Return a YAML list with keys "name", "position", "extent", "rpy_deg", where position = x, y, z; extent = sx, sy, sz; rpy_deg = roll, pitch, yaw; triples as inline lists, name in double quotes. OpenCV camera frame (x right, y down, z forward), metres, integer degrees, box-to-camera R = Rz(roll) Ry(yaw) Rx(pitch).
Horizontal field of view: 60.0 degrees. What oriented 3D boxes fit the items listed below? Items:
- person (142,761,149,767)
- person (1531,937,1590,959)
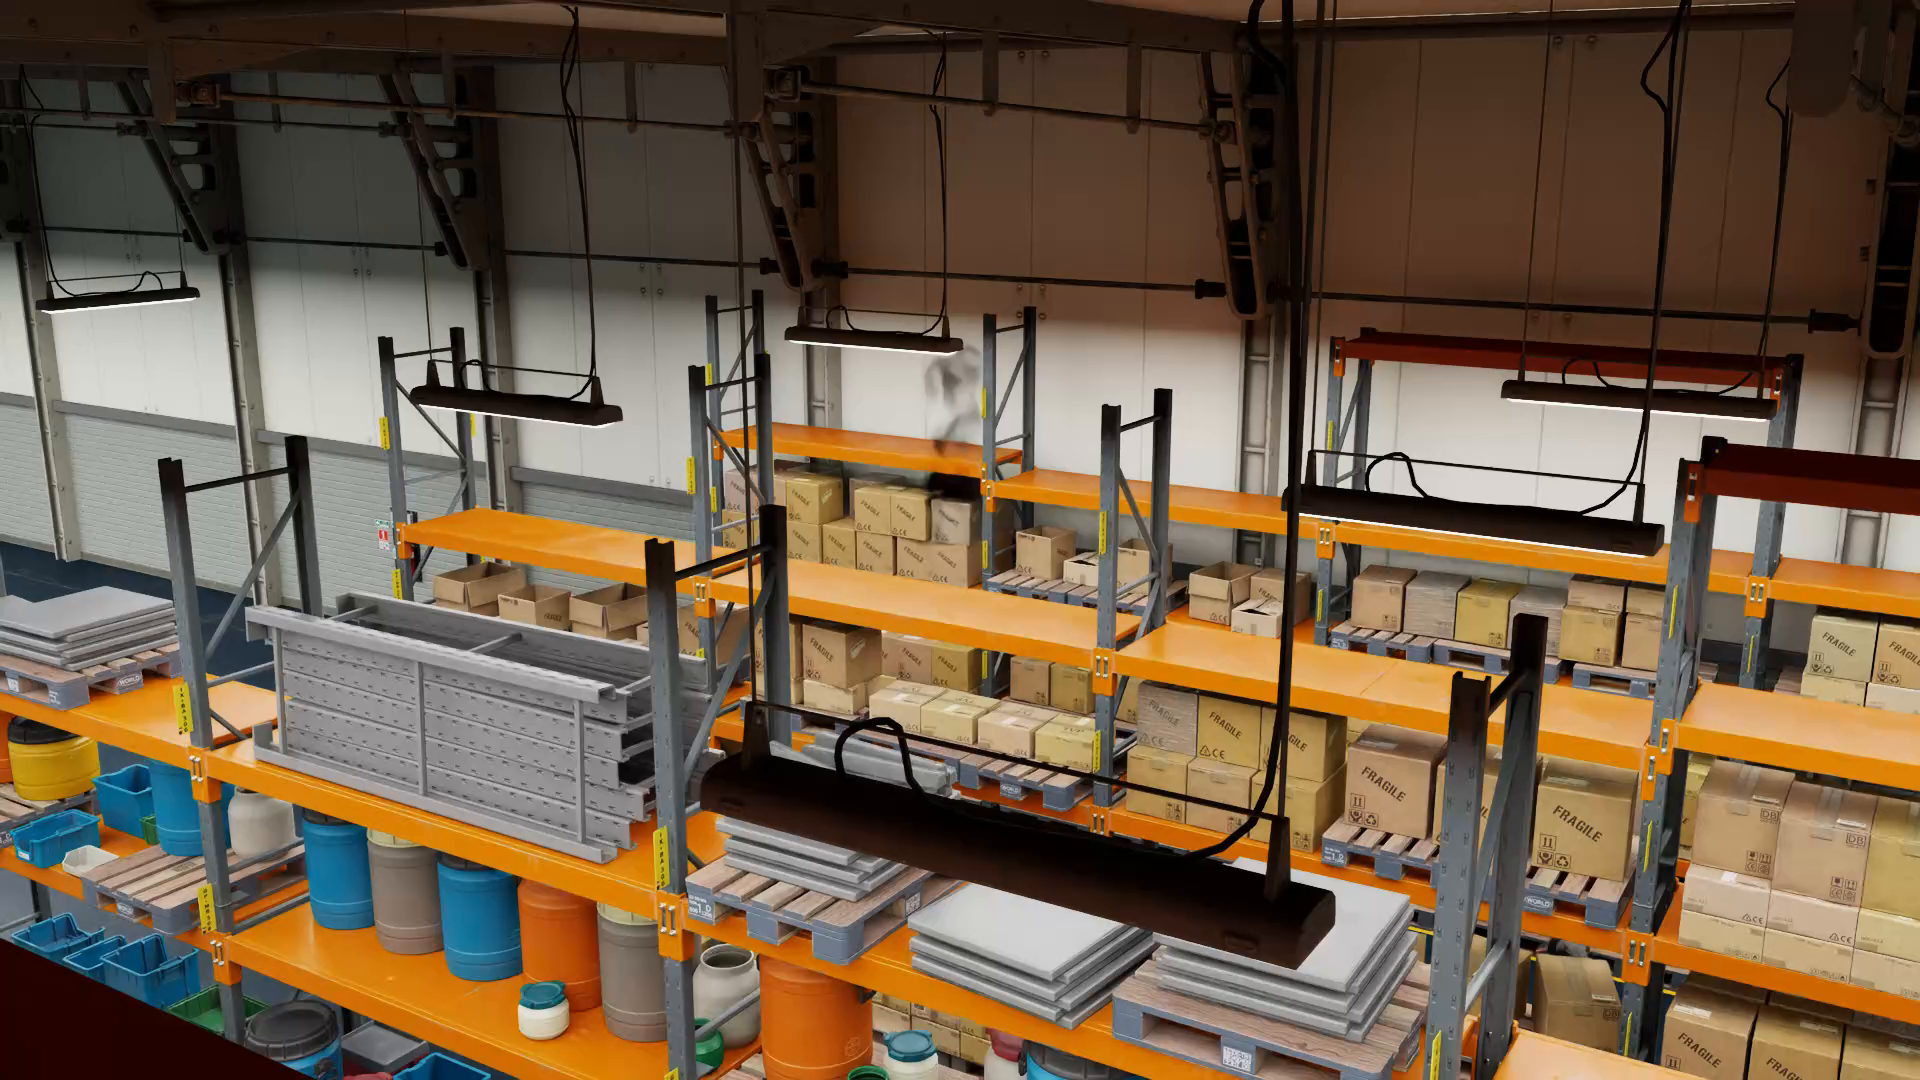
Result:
- name: "person"
  position: [-8.523, 3.072, 17.623]
  extent: [0.486, 1.563, 0.543]
  rpy_deg: [-11, 18, -37]
- name: "person"
  position: [5.201, 3.835, 14.237]
  extent: [0.760, 1.684, 0.669]
  rpy_deg: [7, 15, 26]
